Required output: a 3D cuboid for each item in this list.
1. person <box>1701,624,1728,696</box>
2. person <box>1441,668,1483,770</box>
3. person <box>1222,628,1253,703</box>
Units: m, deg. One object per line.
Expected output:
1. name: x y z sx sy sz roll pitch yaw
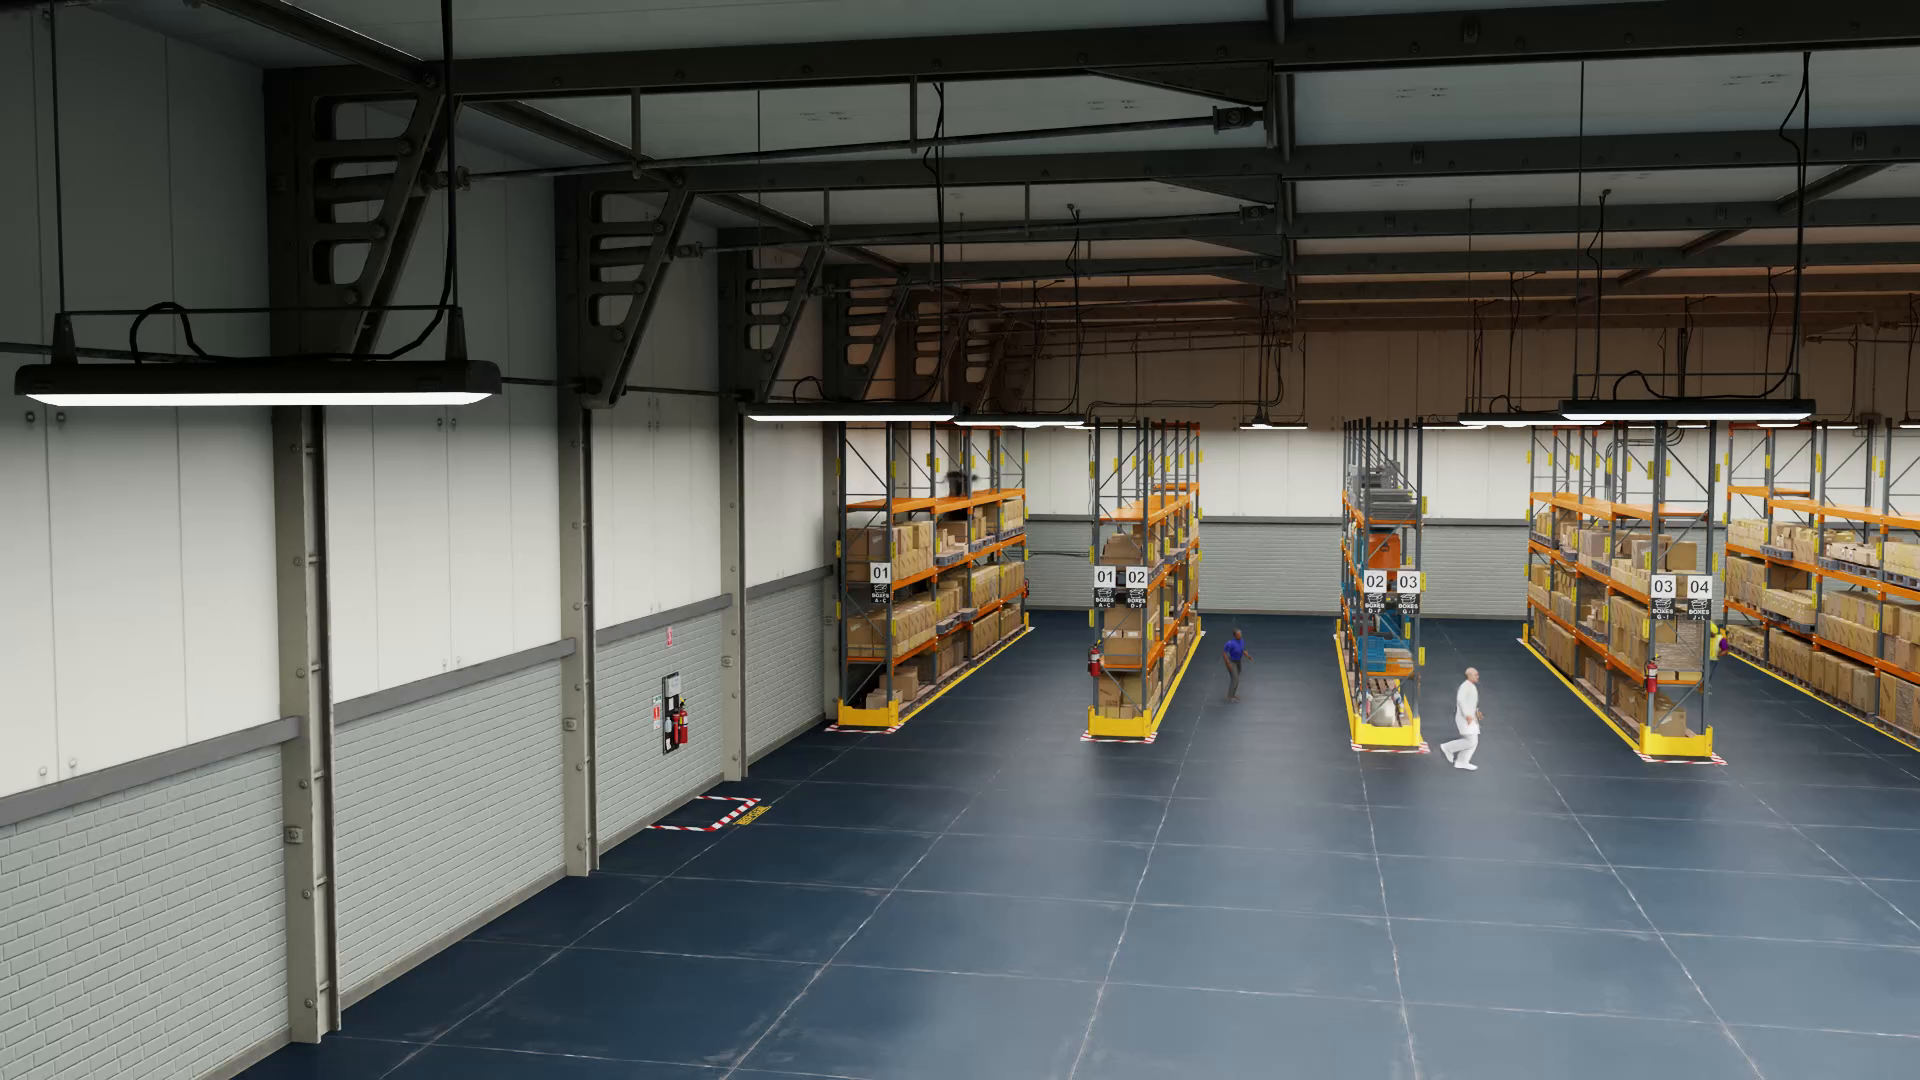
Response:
1. person: 16.283 2.573 36.101 0.689 1.573 1.100 1 4 20
2. person: 8.517 3.028 28.262 0.655 1.727 0.755 2 4 28
3. person: 5.886 2.659 35.385 0.643 1.598 0.768 -3 5 -40
